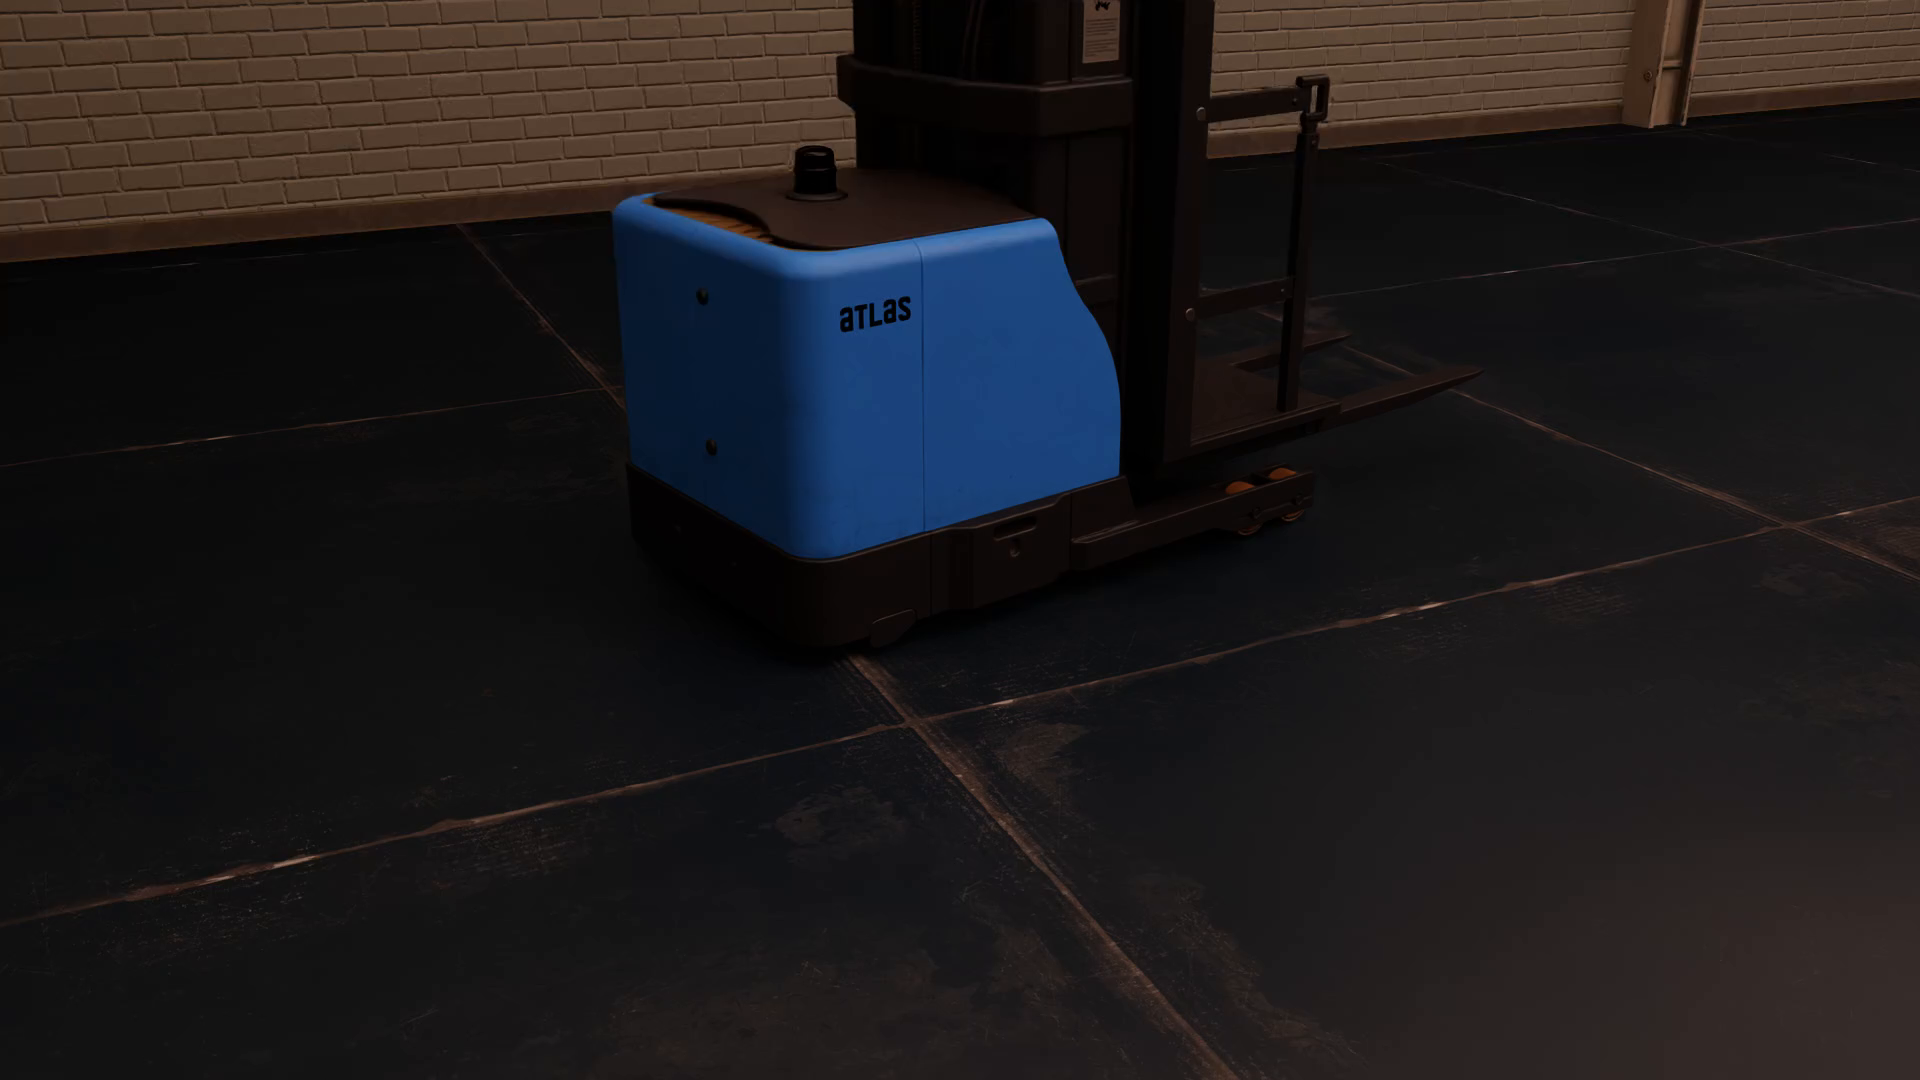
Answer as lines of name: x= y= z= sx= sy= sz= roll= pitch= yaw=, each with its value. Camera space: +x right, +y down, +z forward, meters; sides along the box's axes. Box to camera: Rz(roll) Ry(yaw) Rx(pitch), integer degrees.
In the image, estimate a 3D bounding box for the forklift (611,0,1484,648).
forklift: x=0.497 y=-1.510 z=4.920 sx=3.031 sy=2.935 sz=1.130 roll=-17 pitch=28 yaw=-35
